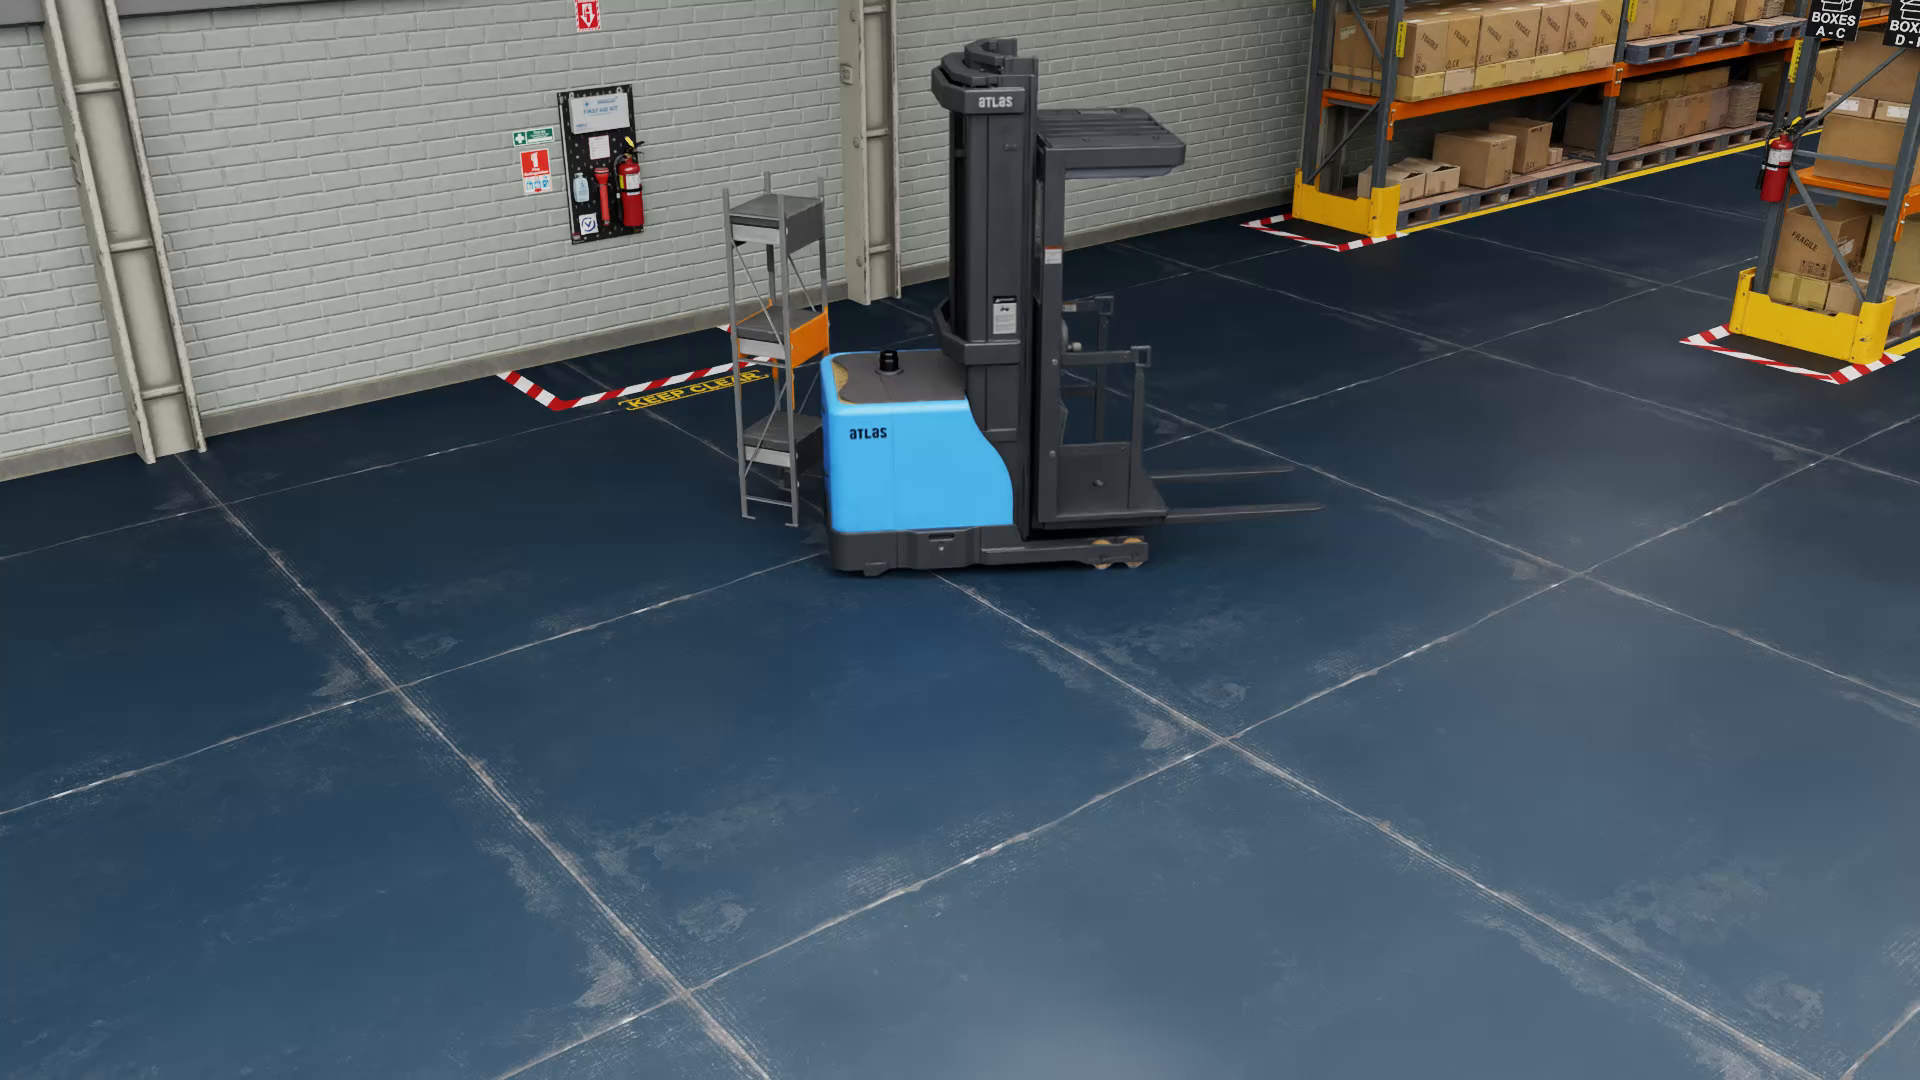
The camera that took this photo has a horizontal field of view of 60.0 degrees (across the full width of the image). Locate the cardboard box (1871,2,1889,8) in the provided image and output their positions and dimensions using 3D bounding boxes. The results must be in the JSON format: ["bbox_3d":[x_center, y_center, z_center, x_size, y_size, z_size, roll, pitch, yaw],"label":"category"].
[{"bbox_3d":[11.980,-7.339,22.005,0.500,0.500,0.500,-17,30,-33],"label":"cardboard box"}]

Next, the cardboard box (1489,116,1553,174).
[{"bbox_3d":[6.286,-4.453,18.728,0.500,0.500,0.500,-21,32,-38],"label":"cardboard box"}]

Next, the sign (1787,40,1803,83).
[{"bbox_3d":[6.666,-3.807,13.233,0.005,0.325,0.100,-18,31,-34],"label":"sign"}]

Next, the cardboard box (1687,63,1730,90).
[{"bbox_3d":[9.204,-5.783,20.704,0.500,0.250,0.500,-18,30,-33],"label":"cardboard box"}]

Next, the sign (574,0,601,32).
[{"bbox_3d":[-2.810,-3.994,12.539,0.199,0.298,0.001,-18,31,-34],"label":"sign"}]

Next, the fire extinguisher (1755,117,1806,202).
[{"bbox_3d":[6.610,-3.079,13.413,0.183,0.674,0.296,-18,31,-34],"label":"fire extinguisher"}]

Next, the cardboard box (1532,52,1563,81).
[{"bbox_3d":[6.109,-5.125,17.884,0.500,0.250,0.500,-18,31,-34],"label":"cardboard box"}]

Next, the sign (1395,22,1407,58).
[{"bbox_3d":[4.265,-4.844,16.096,0.005,0.325,0.100,-18,31,-34],"label":"sign"}]

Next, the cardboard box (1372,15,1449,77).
[{"bbox_3d":[4.491,-4.937,16.587,0.500,0.500,0.500,-18,31,-34],"label":"cardboard box"}]

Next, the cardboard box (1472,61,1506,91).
[{"bbox_3d":[5.314,-4.864,17.321,0.500,0.250,0.500,-19,31,-35],"label":"cardboard box"}]

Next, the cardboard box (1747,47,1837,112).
[{"bbox_3d":[10.885,-6.072,21.825,0.750,0.750,0.750,-19,31,-35],"label":"cardboard box"}]

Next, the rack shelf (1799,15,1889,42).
[{"bbox_3d":[11.799,-6.902,22.414,4.000,0.370,1.077,-18,31,-34],"label":"rack shelf"}]

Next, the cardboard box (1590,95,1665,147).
[{"bbox_3d":[8.022,-5.083,20.087,0.500,0.500,0.700,-19,31,-35],"label":"cardboard box"}]

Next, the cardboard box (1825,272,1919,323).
[{"bbox_3d":[7.549,-2.000,13.763,0.500,0.250,0.500,-18,31,-34],"label":"cardboard box"}]

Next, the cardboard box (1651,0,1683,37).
[{"bbox_3d":[7.944,-6.179,19.359,0.500,0.500,0.700,-15,29,-29],"label":"cardboard box"}]

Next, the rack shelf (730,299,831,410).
[{"bbox_3d":[-1.101,-1.147,10.260,0.431,0.518,0.480,10,27,21],"label":"rack shelf"}]

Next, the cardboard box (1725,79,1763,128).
[{"bbox_3d":[9.691,-5.571,21.136,0.500,0.500,0.700,-18,30,-33],"label":"cardboard box"}]

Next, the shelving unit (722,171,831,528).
[{"bbox_3d":[-1.101,-1.160,10.255,0.431,2.100,0.503,10,27,21],"label":"shelving unit"}]

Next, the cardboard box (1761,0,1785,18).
[{"bbox_3d":[9.862,-6.829,20.759,0.500,0.500,0.700,-23,33,-40],"label":"cardboard box"}]

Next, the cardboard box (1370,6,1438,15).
[{"bbox_3d":[4.572,-5.233,17.225,0.500,0.500,0.500,-18,30,-33],"label":"cardboard box"}]

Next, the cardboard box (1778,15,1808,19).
[{"bbox_3d":[10.627,-6.613,21.211,0.250,0.149,0.380,-19,31,-35],"label":"cardboard box"}]

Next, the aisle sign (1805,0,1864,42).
[{"bbox_3d":[6.757,-4.250,12.757,0.004,0.787,0.394,-18,31,-34],"label":"aisle sign"}]

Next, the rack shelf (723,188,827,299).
[{"bbox_3d":[-1.101,-1.782,9.966,0.431,0.518,0.480,10,27,21],"label":"rack shelf"}]

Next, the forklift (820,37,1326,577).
[{"bbox_3d":[0.690,-1.379,9.740,3.031,2.935,1.130,-3,25,-7],"label":"forklift"}]

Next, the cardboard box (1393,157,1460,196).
[{"bbox_3d":[4.979,-3.909,17.781,0.500,0.311,0.500,-15,29,-30],"label":"cardboard box"}]

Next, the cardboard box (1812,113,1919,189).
[{"bbox_3d":[7.365,-3.153,13.362,0.500,0.500,0.700,-18,31,-34],"label":"cardboard box"}]

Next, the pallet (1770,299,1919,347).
[{"bbox_3d":[7.566,-1.939,14.176,1.213,0.211,1.003,-18,31,-34],"label":"pallet"}]

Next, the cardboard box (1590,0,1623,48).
[{"bbox_3d":[6.897,-5.726,18.288,0.500,0.500,0.500,-18,31,-34],"label":"cardboard box"}]

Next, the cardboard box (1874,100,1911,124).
[{"bbox_3d":[7.432,-3.361,13.040,0.250,0.149,0.380,-19,31,-34],"label":"cardboard box"}]

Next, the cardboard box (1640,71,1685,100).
[{"bbox_3d":[8.398,-5.525,20.146,0.500,0.250,0.500,-19,31,-35],"label":"cardboard box"}]

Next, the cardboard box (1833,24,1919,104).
[{"bbox_3d":[7.407,-3.756,13.119,0.500,0.500,0.700,-18,30,-34],"label":"cardboard box"}]

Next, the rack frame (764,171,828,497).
[{"bbox_3d":[-1.004,-1.254,10.458,0.400,2.100,0.015,10,27,21],"label":"rack frame"}]

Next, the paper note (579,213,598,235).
[{"bbox_3d":[-2.924,-2.489,13.096,0.142,0.148,0.016,-18,31,-34],"label":"paper note"}]

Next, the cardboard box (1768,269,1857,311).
[{"bbox_3d":[7.230,-2.171,14.133,0.500,0.250,0.500,-18,31,-34],"label":"cardboard box"}]

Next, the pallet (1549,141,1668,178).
[{"bbox_3d":[7.690,-4.608,19.928,1.213,0.211,1.003,-18,31,-34],"label":"pallet"}]

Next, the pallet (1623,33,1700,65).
[{"bbox_3d":[7.769,-5.733,19.268,1.213,0.211,1.003,-18,31,-34],"label":"pallet"}]

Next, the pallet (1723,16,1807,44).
[{"bbox_3d":[9.730,-6.402,20.708,1.003,0.211,1.213,-18,31,-34],"label":"pallet"}]

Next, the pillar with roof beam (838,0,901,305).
[{"bbox_3d":[1.882,-4.836,9.980,0.400,9.000,9.100,-18,31,-34],"label":"pillar with roof beam"}]

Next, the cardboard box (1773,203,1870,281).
[{"bbox_3d":[7.228,-2.512,13.977,0.500,0.500,0.500,-18,31,-34],"label":"cardboard box"}]

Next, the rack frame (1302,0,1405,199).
[{"bbox_3d":[3.930,-4.631,16.665,0.127,3.000,1.000,-18,31,-34],"label":"rack frame"}]

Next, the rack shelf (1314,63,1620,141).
[{"bbox_3d":[5.504,-4.824,17.936,4.000,0.370,1.077,-18,31,-34],"label":"rack shelf"}]

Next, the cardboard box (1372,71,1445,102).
[{"bbox_3d":[4.510,-4.594,16.739,0.500,0.250,0.500,-19,31,-35],"label":"cardboard box"}]

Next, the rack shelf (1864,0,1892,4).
[{"bbox_3d":[8.564,-4.545,13.771,4.000,0.370,1.077,-18,31,-34],"label":"rack shelf"}]

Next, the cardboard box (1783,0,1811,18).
[{"bbox_3d":[10.766,-6.940,21.144,0.500,0.500,0.500,-17,30,-33],"label":"cardboard box"}]

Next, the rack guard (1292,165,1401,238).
[{"bbox_3d":[3.990,-3.517,17.234,0.348,0.500,1.175,-18,31,-34],"label":"rack guard"}]

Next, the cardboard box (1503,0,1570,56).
[{"bbox_3d":[6.104,-5.467,17.731,0.500,0.500,0.500,-19,31,-35],"label":"cardboard box"}]

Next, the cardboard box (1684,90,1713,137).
[{"bbox_3d":[8.840,-5.337,20.633,0.500,0.500,0.700,-18,31,-34],"label":"cardboard box"}]

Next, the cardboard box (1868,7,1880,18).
[{"bbox_3d":[12.039,-7.081,22.219,0.250,0.149,0.380,-17,30,-32],"label":"cardboard box"}]

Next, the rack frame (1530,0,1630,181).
[{"bbox_3d":[7.078,-5.670,18.904,0.127,3.000,1.000,-18,31,-34],"label":"rack frame"}]

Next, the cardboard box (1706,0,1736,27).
[{"bbox_3d":[8.895,-6.498,20.046,0.500,0.500,0.700,-18,31,-34],"label":"cardboard box"}]

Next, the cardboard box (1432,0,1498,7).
[{"bbox_3d":[5.373,-5.499,17.799,0.500,0.500,0.500,-18,30,-33],"label":"cardboard box"}]

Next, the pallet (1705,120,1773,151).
[{"bbox_3d":[9.610,-5.242,21.294,1.213,0.211,1.003,-18,31,-34],"label":"pallet"}]

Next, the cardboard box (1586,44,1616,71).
[{"bbox_3d":[6.892,-5.388,18.450,0.500,0.250,0.500,-18,30,-34],"label":"cardboard box"}]

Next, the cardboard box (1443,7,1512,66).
[{"bbox_3d":[5.297,-5.194,17.142,0.500,0.500,0.500,-19,31,-36],"label":"cardboard box"}]
